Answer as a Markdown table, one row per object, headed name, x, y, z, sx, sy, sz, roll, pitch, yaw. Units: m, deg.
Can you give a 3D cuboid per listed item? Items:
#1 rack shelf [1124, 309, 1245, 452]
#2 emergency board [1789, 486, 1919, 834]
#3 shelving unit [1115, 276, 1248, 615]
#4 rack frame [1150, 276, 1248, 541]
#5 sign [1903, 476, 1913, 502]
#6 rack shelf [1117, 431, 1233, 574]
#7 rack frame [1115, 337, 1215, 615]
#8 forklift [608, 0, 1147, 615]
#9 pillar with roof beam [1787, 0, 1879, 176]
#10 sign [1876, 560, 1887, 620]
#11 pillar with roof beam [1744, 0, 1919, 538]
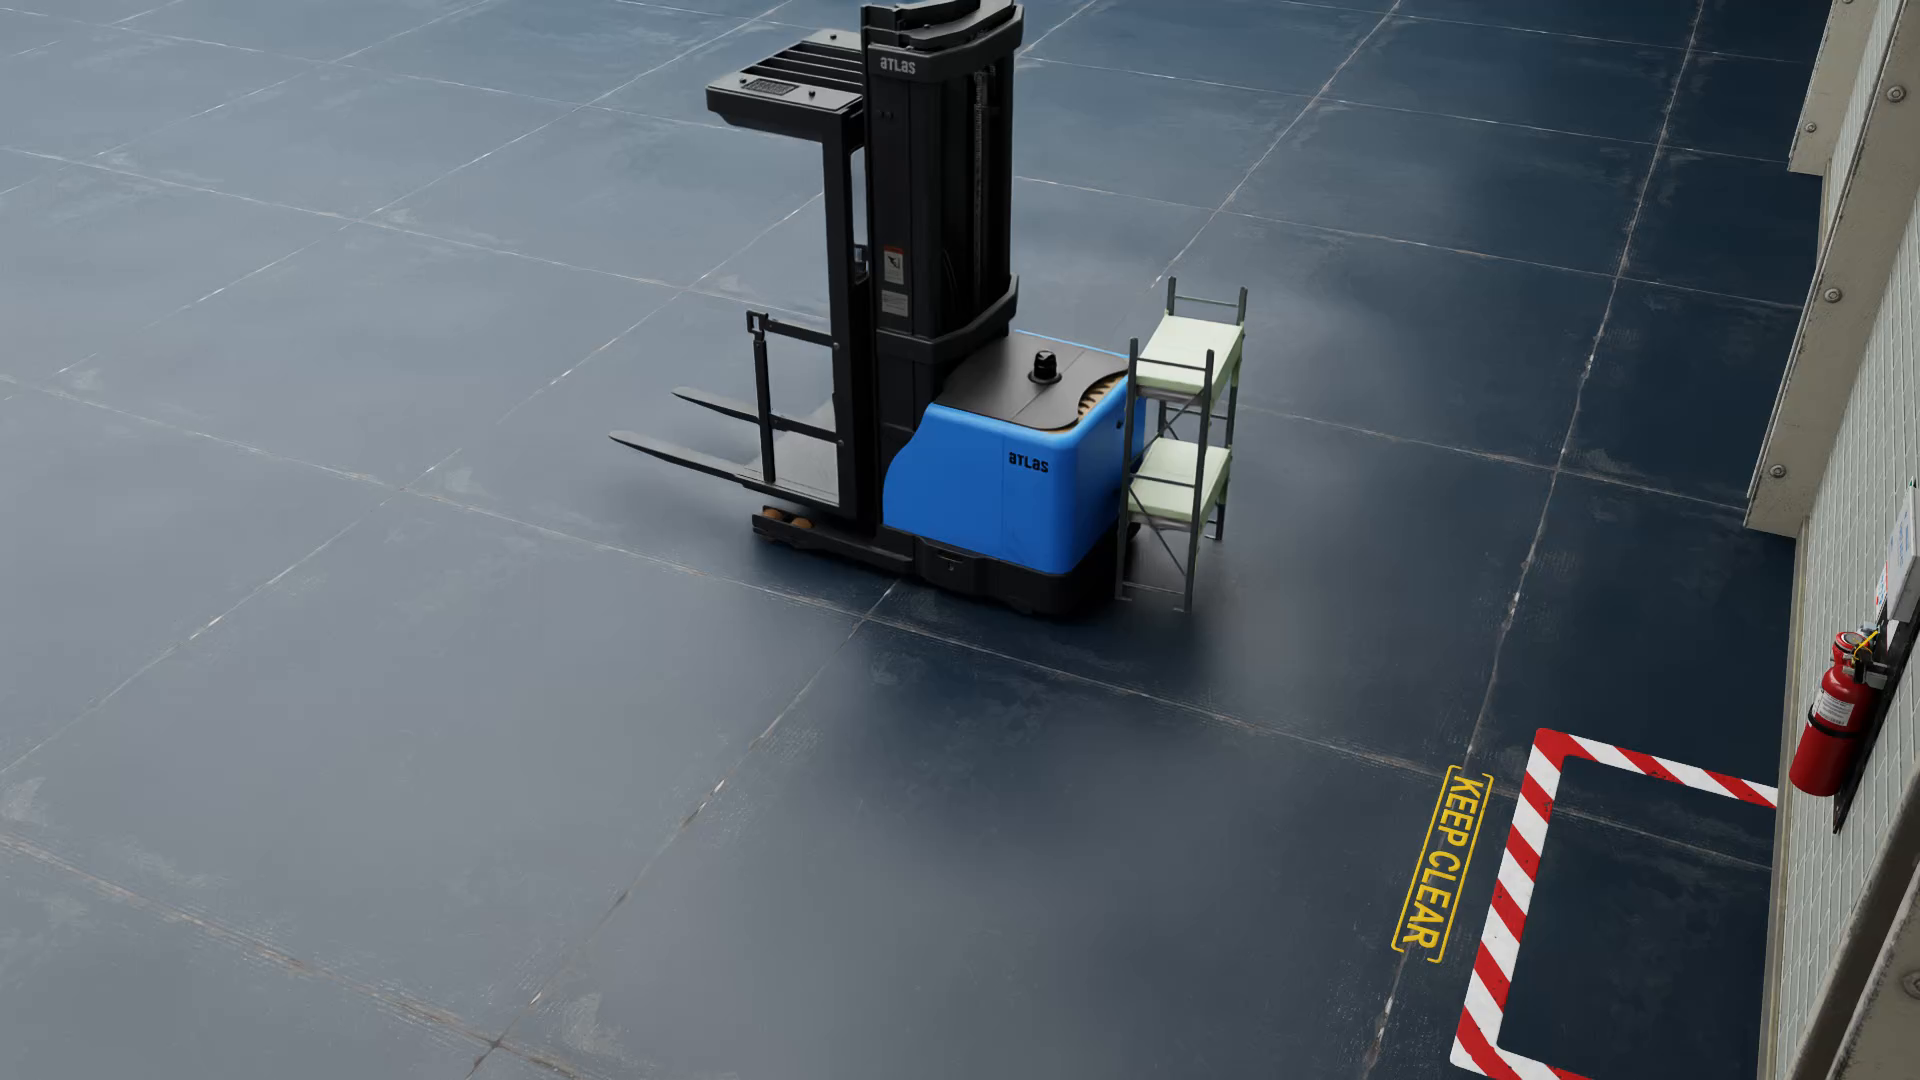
| name | x | y | z | sx | sy | sz | roll | pitch | yaw |
| --- | --- | --- | --- | --- | --- | --- | --- | --- | --- |
| rack shelf | 1.120 | -0.803 | 8.263 | 0.431 | 0.370 | 0.720 | 11 | 35 | 17 |
| emergency board | 3.130 | 0.376 | 5.809 | 0.194 | 1.169 | 0.643 | 14 | 36 | 20 |
| shelving unit | 1.121 | -0.477 | 8.477 | 0.431 | 1.500 | 0.755 | 11 | 35 | 17 |
| rack frame | 1.247 | -0.665 | 8.764 | 0.400 | 1.500 | 0.023 | 11 | 35 | 17 |
| sign | 3.445 | -0.112 | 6.037 | 0.001 | 0.109 | 0.331 | 14 | 36 | 20 |
| rack shelf | 1.121 | -0.204 | 8.656 | 0.431 | 0.370 | 0.720 | 11 | 35 | 17 |
| rack frame | 0.995 | -0.288 | 8.190 | 0.400 | 1.500 | 0.023 | 11 | 35 | 17 |
| forklift | -0.554 | -1.412 | 8.599 | 3.031 | 2.935 | 1.130 | 17 | 37 | 23 |
| pillar with roof beam | 3.172 | -7.875 | 12.921 | 9.100 | 9.000 | 0.400 | 14 | 36 | 20 |
| sign | 3.455 | 0.110 | 6.183 | 0.001 | 0.329 | 0.234 | 14 | 36 | 20 |
| pillar with roof beam | 0.661 | -4.886 | 8.364 | 9.100 | 9.000 | 0.400 | 14 | 36 | 20 |
